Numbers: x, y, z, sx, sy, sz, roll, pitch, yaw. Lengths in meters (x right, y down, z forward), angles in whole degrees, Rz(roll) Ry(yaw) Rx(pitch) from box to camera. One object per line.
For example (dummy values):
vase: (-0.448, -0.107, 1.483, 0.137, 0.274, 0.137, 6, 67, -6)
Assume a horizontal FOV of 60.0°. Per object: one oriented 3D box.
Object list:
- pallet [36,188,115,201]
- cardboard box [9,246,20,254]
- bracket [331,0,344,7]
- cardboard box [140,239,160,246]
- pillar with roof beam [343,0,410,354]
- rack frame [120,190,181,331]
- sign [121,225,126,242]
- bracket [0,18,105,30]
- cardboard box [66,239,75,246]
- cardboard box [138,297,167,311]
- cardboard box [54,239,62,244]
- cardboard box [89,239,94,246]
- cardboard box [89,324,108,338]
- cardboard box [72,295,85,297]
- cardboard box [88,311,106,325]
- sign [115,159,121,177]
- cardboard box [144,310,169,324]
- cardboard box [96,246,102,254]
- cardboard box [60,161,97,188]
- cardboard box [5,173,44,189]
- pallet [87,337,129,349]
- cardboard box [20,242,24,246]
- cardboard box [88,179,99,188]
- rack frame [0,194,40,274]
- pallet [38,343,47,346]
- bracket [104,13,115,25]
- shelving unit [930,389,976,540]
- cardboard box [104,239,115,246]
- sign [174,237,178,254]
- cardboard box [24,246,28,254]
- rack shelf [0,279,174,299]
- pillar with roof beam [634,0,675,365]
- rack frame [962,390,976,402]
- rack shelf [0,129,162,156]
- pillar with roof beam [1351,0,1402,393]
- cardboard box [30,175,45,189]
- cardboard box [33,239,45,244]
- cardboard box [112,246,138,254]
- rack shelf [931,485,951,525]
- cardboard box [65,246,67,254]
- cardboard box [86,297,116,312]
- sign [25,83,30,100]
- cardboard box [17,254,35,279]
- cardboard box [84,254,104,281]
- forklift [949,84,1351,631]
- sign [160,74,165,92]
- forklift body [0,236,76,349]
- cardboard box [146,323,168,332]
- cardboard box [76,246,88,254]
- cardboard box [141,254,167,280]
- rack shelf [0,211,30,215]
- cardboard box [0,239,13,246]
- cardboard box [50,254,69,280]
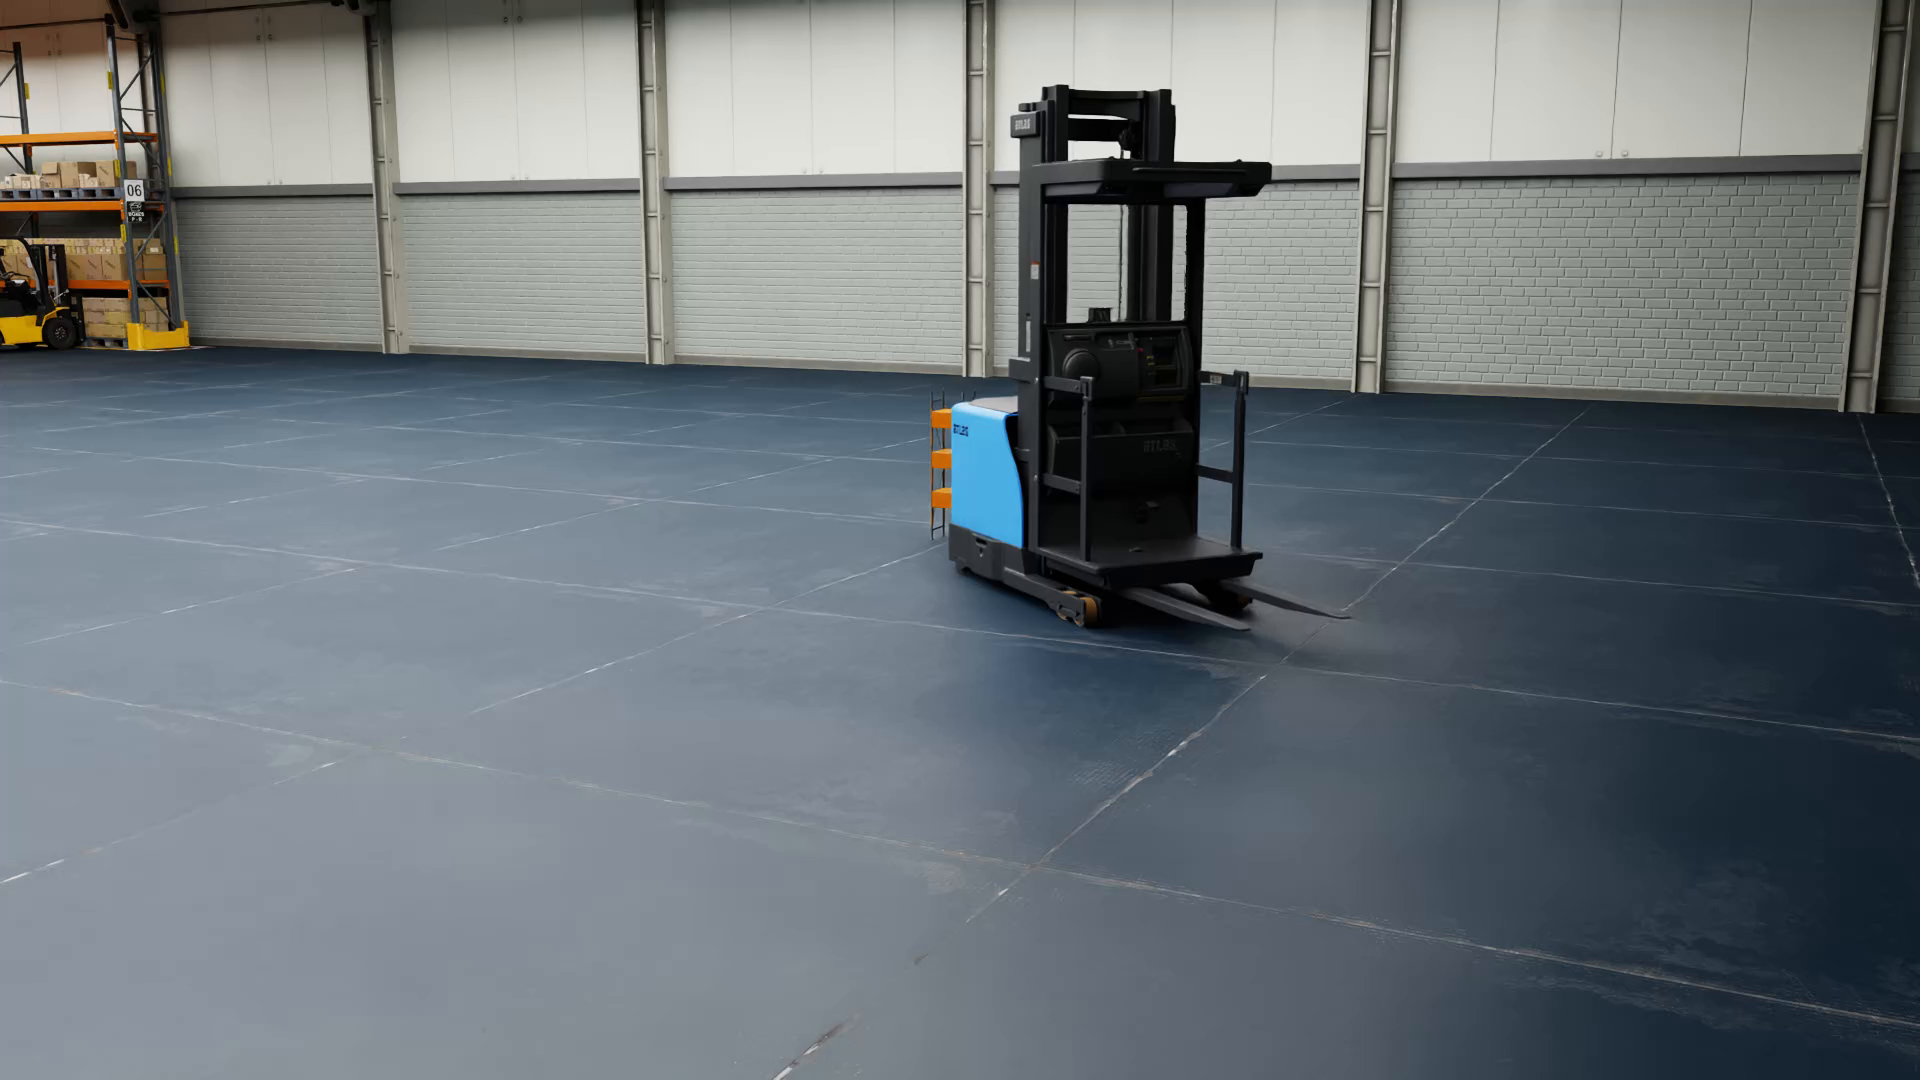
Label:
pallet: (-17.355, -6.814, 32.782, 1.213, 0.211, 1.003, 5, 11, 26)
cardboard box: (-18.819, -5.822, 33.373, 0.250, 0.149, 0.380, 5, 12, 27)
bracket: (-11.008, -9.651, 29.679, 0.430, 0.232, 0.235, 5, 11, 26)
cardboard box: (-15.841, -5.801, 32.422, 0.250, 0.149, 0.380, 5, 11, 25)
pillar with roof beam: (-12.384, -7.216, 26.334, 0.548, 9.000, 9.100, 5, 11, 26)
rack frame: (-15.634, -5.226, 32.181, 0.127, 3.000, 1.000, 5, 11, 26)
sign: (-15.887, -5.826, 31.584, 0.005, 0.325, 0.100, 5, 11, 26)
bracket: (-18.700, -10.327, 33.414, 4.783, 0.066, 0.076, 5, 11, 26)
cardboard box: (-17.238, -5.819, 32.525, 0.250, 0.149, 0.380, 5, 12, 27)
cardboard box: (-15.982, -4.639, 32.675, 0.500, 0.250, 0.500, 5, 11, 25)
cardboard box: (-17.645, -5.877, 32.845, 0.250, 0.149, 0.380, 5, 11, 26)
cardboard box: (-16.721, -5.797, 32.401, 0.250, 0.149, 0.380, 5, 11, 26)
cardboard box: (-16.637, -4.106, 32.539, 0.500, 0.250, 0.500, 5, 11, 26)
cardboard box: (-17.786, -4.799, 33.558, 0.500, 0.250, 0.500, 5, 11, 26)
cardboard box: (-16.654, -4.355, 32.508, 0.500, 0.250, 0.500, 5, 11, 25)
sign: (-15.887, -7.013, 31.369, 0.005, 0.325, 0.100, 5, 11, 26)
cardboard box: (-15.964, -4.395, 32.732, 0.500, 0.250, 0.500, 5, 12, 27)
cardboard box: (-16.517, -5.622, 32.270, 0.250, 0.149, 0.380, 5, 12, 27)
cardboard box: (-17.013, -7.099, 32.370, 0.500, 0.500, 0.700, 5, 11, 26)
cardboard box: (-18.583, -7.124, 33.039, 0.500, 0.311, 0.500, 5, 12, 27)
pallet: (-16.339, -3.907, 32.725, 1.213, 0.211, 1.003, 5, 11, 26)
cardboard box: (-18.560, -5.958, 33.291, 0.250, 0.149, 0.380, 5, 11, 25)
cardboard box: (-16.512, -6.851, 31.982, 0.250, 0.149, 0.380, 5, 11, 24)
rack frame: (-19.221, -5.541, 33.922, 0.127, 3.000, 1.000, 5, 11, 26)
pallet: (-18.527, -4.099, 33.787, 1.213, 0.211, 1.003, 5, 11, 26)
bracket: (-16.389, -10.124, 32.292, 0.430, 0.232, 0.235, 5, 11, 26)
shelving unit: (-0.048, -0.521, 11.660, 0.252, 1.050, 0.215, 5, 11, 26)
cardboard box: (-16.284, -5.749, 32.137, 0.250, 0.149, 0.380, 5, 11, 26)
sign: (-15.383, -5.779, 32.584, 0.005, 0.325, 0.100, 5, 11, 26)
cardboard box: (-18.385, -5.775, 33.112, 0.250, 0.149, 0.380, 5, 12, 27)
rack shelf: (-17.428, -5.029, 33.116, 4.000, 0.370, 1.077, 5, 11, 26)
pillar with roof beam: (-7.003, -6.743, 23.721, 0.400, 9.000, 9.100, 5, 11, 26)
rack frame: (0.061, -0.511, 11.607, 0.008, 1.050, 0.200, 5, 11, 26)
rack shelf: (-17.428, -7.784, 32.617, 4.000, 0.370, 1.077, 5, 11, 26)
pillar with roof beam: (3.758, -5.798, 18.496, 0.400, 9.000, 9.100, 5, 11, 26)
cardboard box: (-18.025, -7.041, 32.707, 0.258, 0.266, 0.396, 5, 11, 24)
cardboard box: (-18.130, -5.905, 32.999, 0.250, 0.149, 0.380, 5, 11, 25)
cardboard box: (-16.069, -5.577, 32.018, 0.250, 0.149, 0.380, 5, 11, 27)
rack shelf: (-0.048, -0.237, 11.711, 0.240, 0.259, 0.215, 5, 11, 26)
cardboard box: (-17.414, -5.708, 32.743, 0.250, 0.149, 0.380, 5, 11, 25)
cardboard box: (-16.646, -4.597, 32.441, 0.500, 0.250, 0.500, 5, 12, 27)
sign: (-18.954, -9.117, 33.770, 0.005, 0.325, 0.100, 5, 11, 26)
cardboard box: (-18.465, -5.475, 33.278, 0.500, 0.500, 0.500, 5, 12, 27)
cardboard box: (-16.653, -5.314, 32.388, 0.500, 0.500, 0.500, 5, 12, 28)
forklift: (1.017, -1.056, 9.333, 1.130, 2.935, 3.031, -5, 11, -25)
sign: (-15.383, -8.803, 32.036, 0.005, 0.325, 0.100, 5, 11, 26)
forklift body: (-18.142, -4.666, 31.472, 1.214, 2.155, 2.313, 5, 11, 26)
cardboard box: (-15.988, -4.149, 32.775, 0.500, 0.250, 0.500, 5, 11, 26)
cardboard box: (-16.995, -5.657, 32.462, 0.250, 0.149, 0.380, 5, 11, 24)
cardboard box: (-15.956, -5.358, 32.633, 0.500, 0.500, 0.500, 5, 12, 28)
rack shelf: (-21.015, -6.820, 34.590, 4.000, 0.370, 1.077, 5, 11, 26)
cardboard box: (-19.067, -5.983, 33.428, 0.250, 0.149, 0.380, 5, 12, 27)
cardboard box: (-17.568, -5.392, 32.820, 0.500, 0.500, 0.500, 5, 11, 26)
